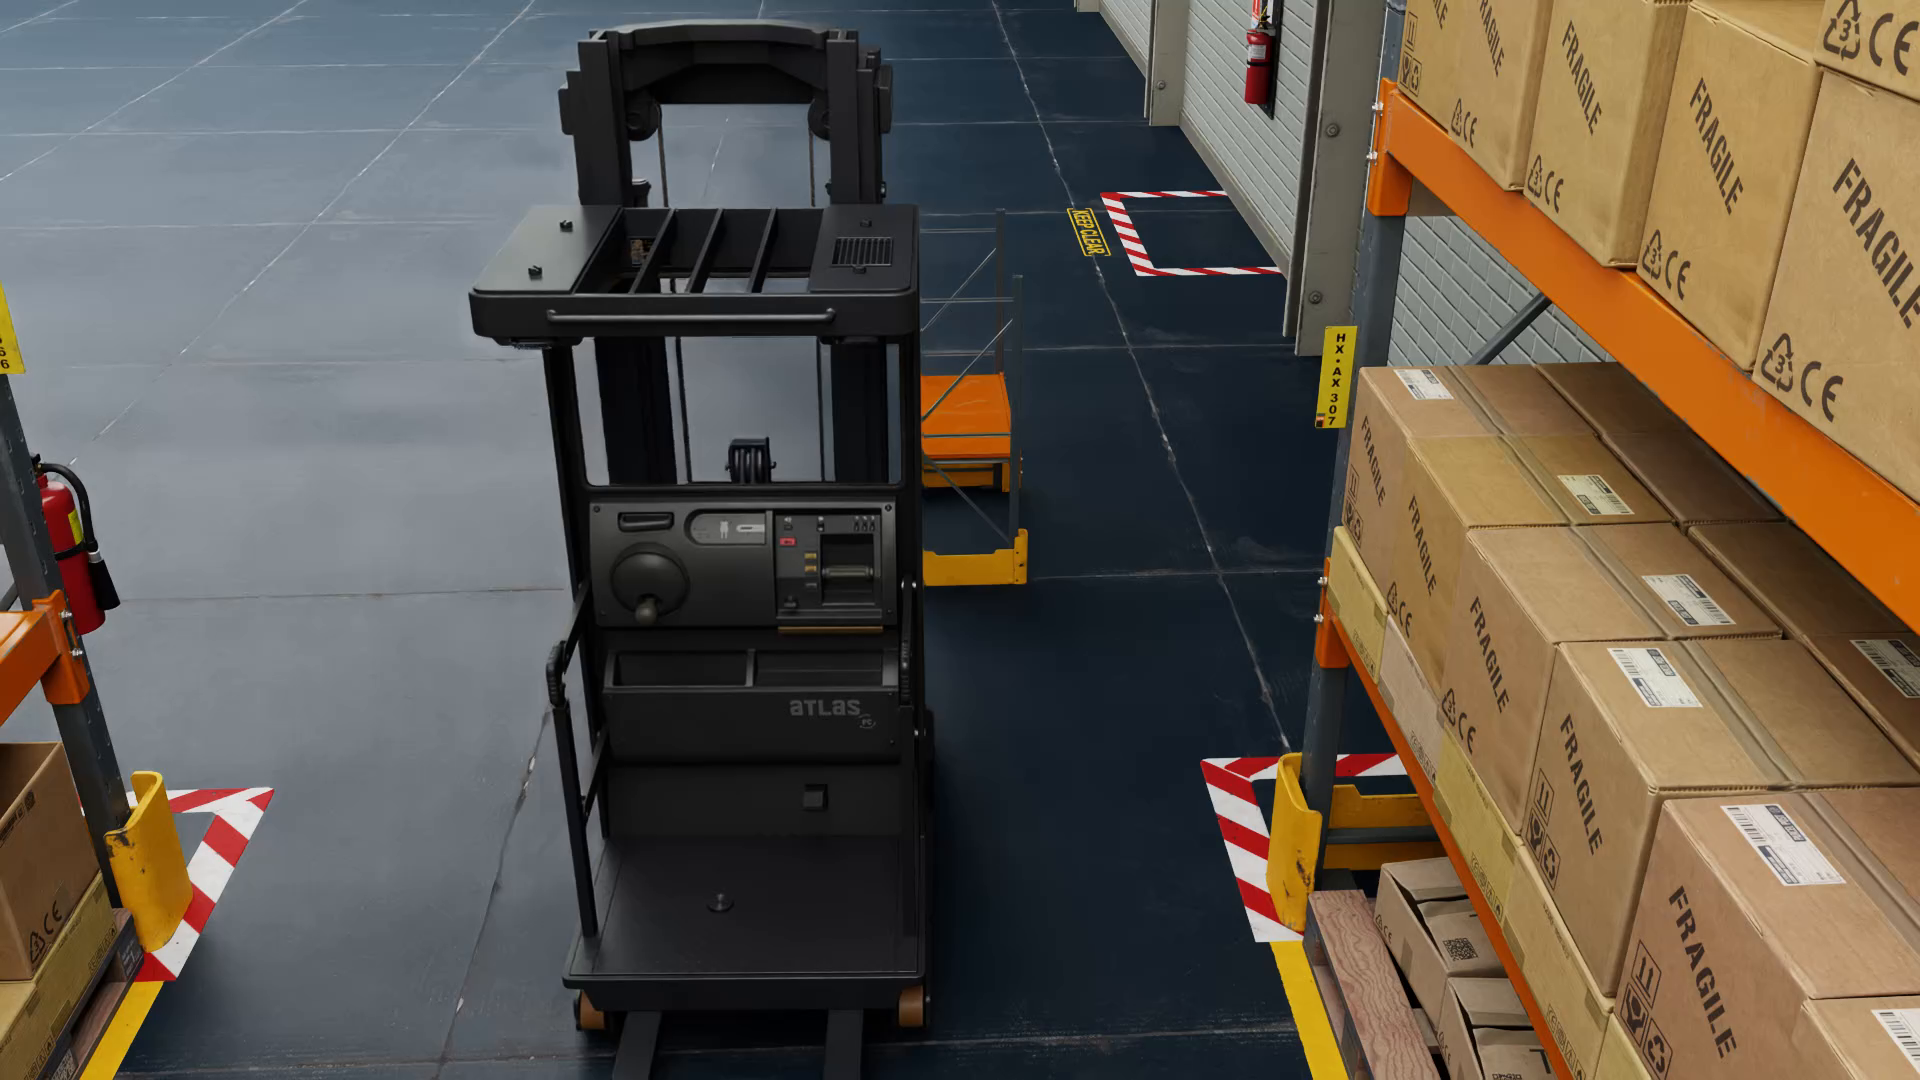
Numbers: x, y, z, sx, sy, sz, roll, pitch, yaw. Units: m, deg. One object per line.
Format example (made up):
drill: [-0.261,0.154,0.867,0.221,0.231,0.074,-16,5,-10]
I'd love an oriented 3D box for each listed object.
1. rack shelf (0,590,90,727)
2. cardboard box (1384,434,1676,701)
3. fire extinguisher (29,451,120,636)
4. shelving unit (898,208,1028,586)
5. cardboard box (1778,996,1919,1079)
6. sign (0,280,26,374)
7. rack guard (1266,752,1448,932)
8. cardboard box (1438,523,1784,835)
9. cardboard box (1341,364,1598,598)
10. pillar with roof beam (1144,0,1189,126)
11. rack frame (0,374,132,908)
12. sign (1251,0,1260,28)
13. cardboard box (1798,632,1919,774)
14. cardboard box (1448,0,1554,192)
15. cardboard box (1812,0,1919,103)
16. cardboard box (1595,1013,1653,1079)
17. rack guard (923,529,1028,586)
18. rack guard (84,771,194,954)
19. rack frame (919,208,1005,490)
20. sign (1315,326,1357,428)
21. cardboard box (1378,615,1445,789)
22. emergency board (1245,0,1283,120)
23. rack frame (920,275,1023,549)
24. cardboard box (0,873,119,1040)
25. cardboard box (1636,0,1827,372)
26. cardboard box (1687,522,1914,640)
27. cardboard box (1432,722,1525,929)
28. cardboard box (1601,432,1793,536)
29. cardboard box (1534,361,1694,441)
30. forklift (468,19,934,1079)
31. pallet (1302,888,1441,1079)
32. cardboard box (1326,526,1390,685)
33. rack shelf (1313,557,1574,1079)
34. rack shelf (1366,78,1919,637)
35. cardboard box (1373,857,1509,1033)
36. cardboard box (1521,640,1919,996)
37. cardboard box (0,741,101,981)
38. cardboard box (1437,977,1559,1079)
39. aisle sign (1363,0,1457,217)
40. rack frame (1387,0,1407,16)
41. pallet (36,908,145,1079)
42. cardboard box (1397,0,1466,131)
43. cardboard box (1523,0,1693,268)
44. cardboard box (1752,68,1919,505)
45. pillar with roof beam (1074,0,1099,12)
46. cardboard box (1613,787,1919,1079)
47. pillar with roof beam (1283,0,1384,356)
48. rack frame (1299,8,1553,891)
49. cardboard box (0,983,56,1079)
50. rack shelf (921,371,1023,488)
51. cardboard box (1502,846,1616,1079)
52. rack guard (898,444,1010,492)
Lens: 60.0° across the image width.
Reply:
rack shelf: [-3.166,1.246,3.395,1.077,0.370,4.000,-1,28,-3]
cardboard box: [1.417,0.064,4.214,0.500,0.500,0.500,-1,28,-2]
fire extinguisher: [-2.812,-0.028,5.143,0.296,0.674,0.183,-1,28,-3]
shelving unit: [-0.004,-0.700,7.971,0.587,1.500,1.083,-1,28,-3]
cardboard box: [1.520,1.014,2.392,0.500,0.500,0.500,-2,28,-3]
sign: [-2.727,-0.621,4.689,0.100,0.325,0.005,-1,28,-3]
rack guard: [1.681,1.026,5.742,1.175,0.500,0.348,-1,28,-3]
cardboard box: [1.438,0.303,3.756,0.500,0.500,0.500,-2,28,-4]
cardboard box: [1.401,-0.165,4.652,0.500,0.500,0.500,-1,28,-3]
pillar with roof beam: [-2.349,-7.913,13.691,9.100,9.000,0.400,-1,28,-3]
rack frame: [-3.270,0.004,4.999,1.000,3.000,0.127,-1,28,-3]
sign: [2.247,-4.002,12.641,0.001,0.329,0.234,-1,28,-3]
cardboard box: [1.988,0.524,3.331,0.500,0.500,0.500,-1,28,-2]
cardboard box: [1.437,-1.091,3.725,0.500,0.500,0.500,0,28,1]
cardboard box: [1.512,-0.815,2.115,0.500,0.500,0.500,-2,28,-4]
cardboard box: [1.499,1.114,3.011,0.500,0.250,0.500,-2,28,-3]
rack guard: [0.022,0.084,7.819,0.587,0.250,0.087,-1,28,-3]
rack guard: [-3.271,1.101,5.598,1.175,0.500,0.348,-1,28,-3]
rack frame: [-0.031,-0.939,8.429,0.500,1.500,0.032,-1,28,-3]
sign: [1.135,-0.488,5.006,0.100,0.325,0.005,-1,28,-3]
cardboard box: [1.426,0.413,4.356,0.500,0.250,0.500,-2,28,-4]
emergency board: [2.173,-3.728,12.154,0.194,1.169,0.643,-1,28,-3]
rack frame: [0.022,-0.470,7.529,0.500,1.500,0.032,-1,28,-3]
cardboard box: [-2.947,1.277,5.077,0.500,0.250,0.500,-1,28,-3]
cardboard box: [1.517,-0.605,2.792,0.500,0.500,0.500,0,28,1]
cardboard box: [1.961,0.292,3.777,0.500,0.500,0.500,-2,28,-4]
cardboard box: [1.447,0.648,3.904,0.500,0.250,0.500,-2,28,-3]
cardboard box: [1.930,0.053,4.235,0.500,0.500,0.500,-1,28,-2]
cardboard box: [1.914,-0.180,4.681,0.500,0.500,0.500,-2,28,-3]
forklift: [-0.653,0.107,4.875,1.130,2.935,3.031,0,28,-1]
pallet: [1.688,1.530,5.088,1.003,0.211,1.213,-1,28,-3]
cardboard box: [1.385,0.173,4.815,0.500,0.250,0.500,-2,28,-4]
rack shelf: [1.781,1.125,3.627,1.077,0.370,4.000,-1,28,-3]
rack shelf: [1.781,-0.205,2.933,1.077,0.370,4.000,-1,28,-3]
cardboard box: [1.623,1.201,5.135,0.500,0.311,0.500,-4,28,-8]
cardboard box: [1.477,0.541,3.299,0.500,0.500,0.500,-1,28,-1]
cardboard box: [-2.945,0.945,4.903,0.500,0.500,0.500,-1,28,-3]
cardboard box: [1.653,1.465,4.630,0.500,0.311,0.500,1,28,2]
aisle sign: [1.373,-1.296,4.680,0.394,0.787,0.004,-1,28,-3]
rack frame: [1.677,-2.777,3.844,1.000,3.000,0.127,-1,28,-3]
pallet: [-3.188,1.592,4.969,1.003,0.211,1.213,-1,28,-3]
cardboard box: [1.444,-1.340,4.203,0.500,0.500,0.500,-1,28,-1]
cardboard box: [1.468,-0.852,3.266,0.500,0.500,0.500,0,28,0]
cardboard box: [1.532,-0.370,2.341,0.500,0.500,0.500,-2,28,-5]
pillar with roof beam: [-2.662,-10.684,19.003,9.100,9.000,0.400,-1,28,-3]
cardboard box: [1.505,0.781,2.839,0.500,0.500,0.500,-2,28,-4]
pillar with roof beam: [-2.035,-5.142,8.378,9.100,9.000,0.400,-1,28,-3]
rack frame: [1.677,-0.118,5.232,1.000,3.000,0.127,-1,28,-3]
cardboard box: [-2.909,1.508,4.634,0.500,0.250,0.500,-1,28,-3]
rack shelf: [-0.004,-0.545,8.062,0.538,0.185,1.000,-1,28,-3]
cardboard box: [1.471,0.881,3.457,0.500,0.250,0.500,-1,28,-2]
rack guard: [-0.030,-0.376,8.701,0.587,0.250,0.087,-1,28,-3]
